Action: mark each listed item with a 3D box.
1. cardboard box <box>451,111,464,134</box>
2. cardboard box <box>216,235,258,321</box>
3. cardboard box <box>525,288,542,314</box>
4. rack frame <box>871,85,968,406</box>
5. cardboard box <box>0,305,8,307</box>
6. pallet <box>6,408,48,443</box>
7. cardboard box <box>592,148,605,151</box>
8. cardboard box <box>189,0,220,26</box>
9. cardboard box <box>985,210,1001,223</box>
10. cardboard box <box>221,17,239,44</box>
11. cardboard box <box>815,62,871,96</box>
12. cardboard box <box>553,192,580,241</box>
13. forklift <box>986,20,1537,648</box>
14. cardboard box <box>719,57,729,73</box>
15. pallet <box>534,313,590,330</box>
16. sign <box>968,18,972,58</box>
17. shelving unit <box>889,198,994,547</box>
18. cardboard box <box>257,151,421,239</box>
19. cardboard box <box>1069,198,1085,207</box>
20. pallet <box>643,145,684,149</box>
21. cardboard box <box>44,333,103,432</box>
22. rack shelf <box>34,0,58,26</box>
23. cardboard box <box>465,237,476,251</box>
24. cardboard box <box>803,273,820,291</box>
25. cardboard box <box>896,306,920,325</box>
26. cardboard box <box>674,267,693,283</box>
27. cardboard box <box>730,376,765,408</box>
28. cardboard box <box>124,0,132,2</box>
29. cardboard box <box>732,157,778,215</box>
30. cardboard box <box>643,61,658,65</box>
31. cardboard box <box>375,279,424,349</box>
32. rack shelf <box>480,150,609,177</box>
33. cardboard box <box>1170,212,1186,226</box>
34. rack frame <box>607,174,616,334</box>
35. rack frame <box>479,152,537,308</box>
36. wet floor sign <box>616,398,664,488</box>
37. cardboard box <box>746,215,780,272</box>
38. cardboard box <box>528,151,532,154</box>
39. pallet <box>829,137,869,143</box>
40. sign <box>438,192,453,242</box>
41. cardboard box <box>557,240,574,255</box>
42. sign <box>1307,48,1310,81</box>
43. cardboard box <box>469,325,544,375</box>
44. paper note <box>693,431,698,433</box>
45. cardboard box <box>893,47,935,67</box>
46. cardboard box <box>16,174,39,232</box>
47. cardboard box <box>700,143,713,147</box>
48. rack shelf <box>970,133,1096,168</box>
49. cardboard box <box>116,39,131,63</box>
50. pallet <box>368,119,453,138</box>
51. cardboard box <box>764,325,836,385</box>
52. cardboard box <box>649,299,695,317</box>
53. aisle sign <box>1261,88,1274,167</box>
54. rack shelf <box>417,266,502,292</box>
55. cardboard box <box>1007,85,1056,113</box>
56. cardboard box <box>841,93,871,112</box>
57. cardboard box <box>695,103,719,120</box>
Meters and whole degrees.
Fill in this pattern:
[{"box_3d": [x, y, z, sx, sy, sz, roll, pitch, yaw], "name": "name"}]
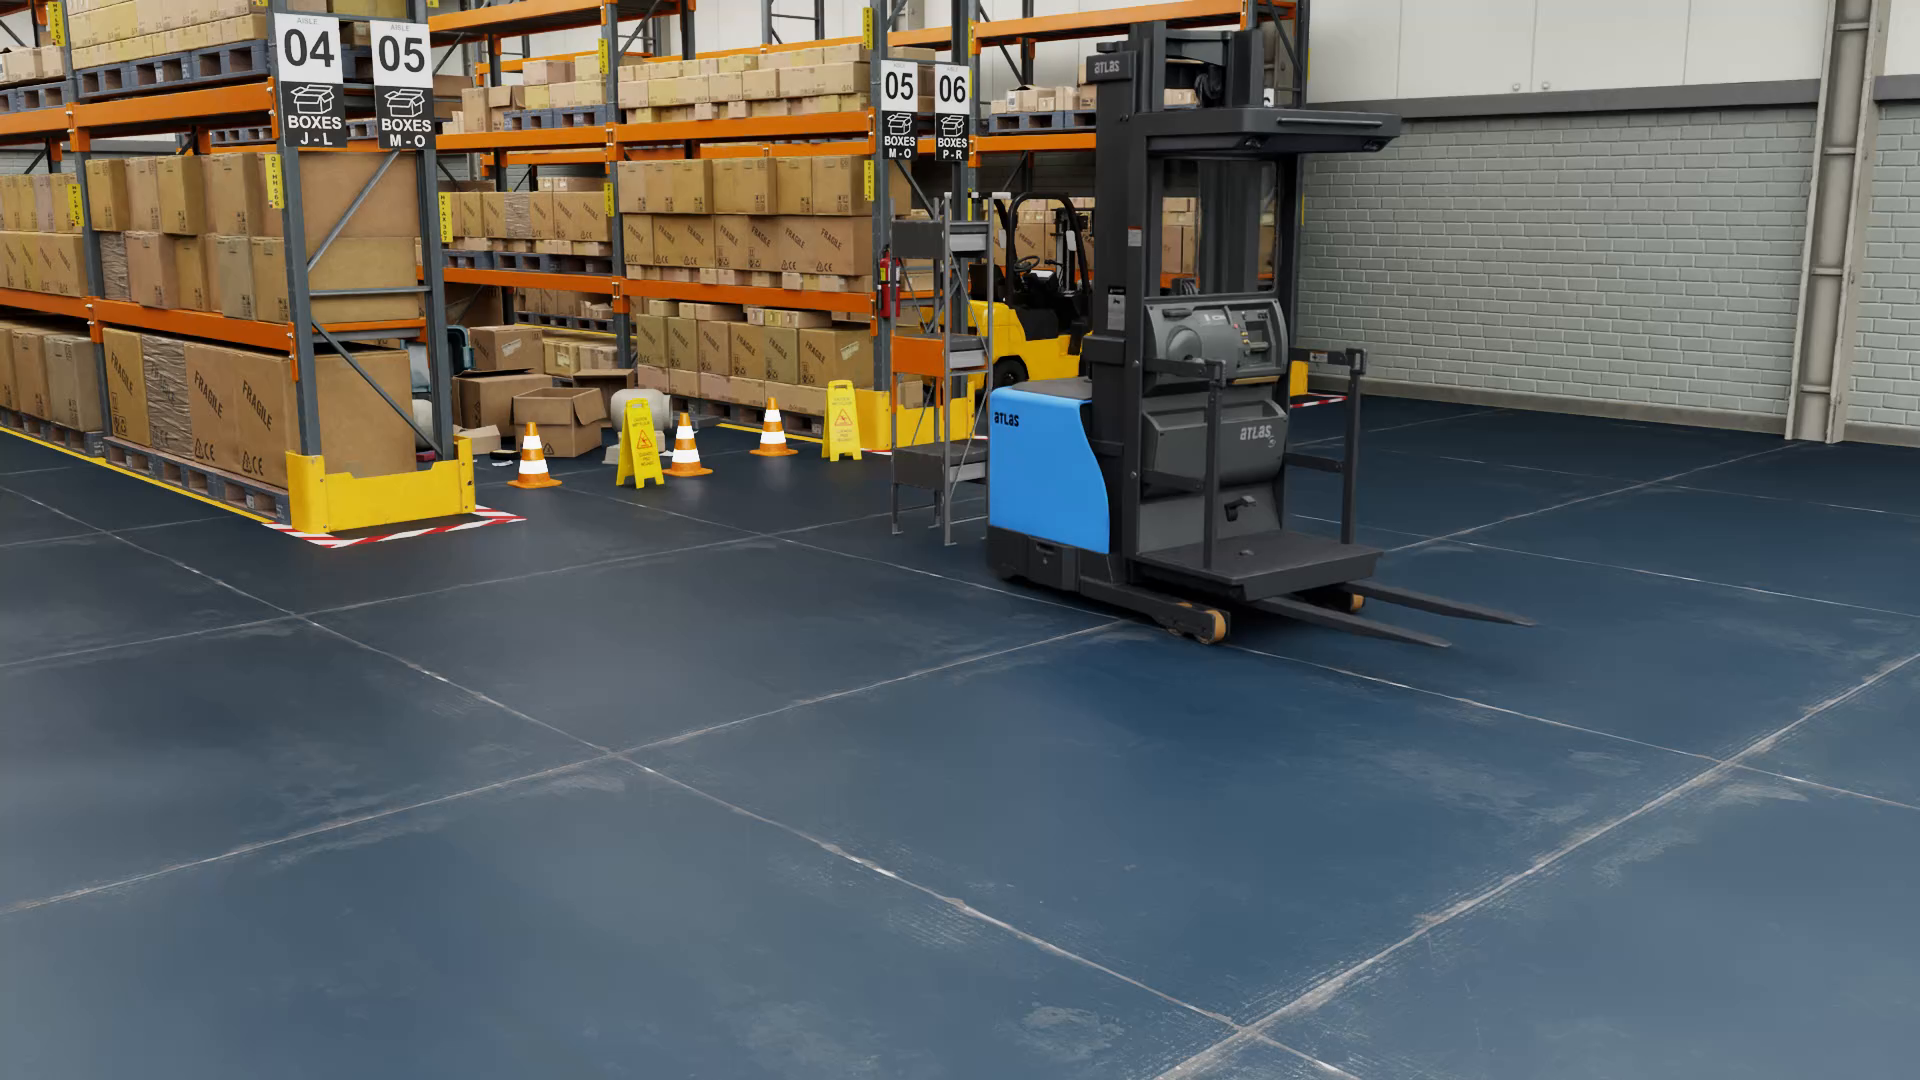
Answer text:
[{"box_3d": [-5.586, -4.780, 19.080, 0.396, 0.266, 0.258, -11, 16, -43], "name": "cardboard box"}, {"box_3d": [-4.527, -1.810, 11.394, 0.875, 0.550, 0.550, -11, 16, -43], "name": "cardboard box"}, {"box_3d": [-6.878, -4.093, 27.996, 0.700, 0.500, 0.500, -10, 15, -40], "name": "cardboard box"}, {"box_3d": [-0.332, -2.316, 14.222, 1.000, 3.000, 0.127, -11, 16, -43], "name": "rack frame"}, {"box_3d": [-10.351, -2.411, 17.974, 0.500, 0.250, 0.500, -11, 16, -42], "name": "cardboard box"}, {"box_3d": [-8.039, -1.110, 15.277, 1.003, 0.211, 1.213, -11, 16, -43], "name": "pallet"}, {"box_3d": [-5.493, -6.117, 25.860, 0.380, 0.149, 0.250, -11, 16, -43], "name": "cardboard box"}, {"box_3d": [-4.727, -3.514, 10.945, 0.500, 0.250, 0.500, -11, 16, -42], "name": "cardboard box"}, {"box_3d": [0.523, -3.876, 19.936, 0.380, 0.149, 0.250, -11, 16, -43], "name": "cardboard box"}, {"box_3d": [-4.490, -3.251, 10.657, 0.380, 0.149, 0.250, -11, 16, -42], "name": "cardboard box"}, {"box_3d": [-0.880, -3.895, 14.084, 0.500, 0.250, 0.500, -11, 16, -43], "name": "cardboard box"}, {"box_3d": [-3.923, -3.408, 17.495, 0.500, 0.500, 0.500, -11, 16, -42], "name": "cardboard box"}, {"box_3d": [1.431, -1.047, 8.232, 1.130, 2.935, 3.031, -9, 14, -36], "name": "forklift"}, {"box_3d": [-1.979, -4.330, 15.208, 0.380, 0.149, 0.250, -10, 16, -41], "name": "cardboard box"}, {"box_3d": [-6.352, -3.673, 27.715, 1.003, 0.211, 1.213, -11, 16, -43], "name": "pallet"}, {"box_3d": [0.060, -4.289, 14.198, 0.100, 0.325, 0.005, -11, 16, -43], "name": "sign"}, {"box_3d": [-0.114, -1.053, 10.317, 0.431, 2.100, 0.503, -11, 16, -43], "name": "shelving unit"}, {"box_3d": [-4.070, -2.274, 10.967, 0.875, 0.550, 0.550, -11, 16, -43], "name": "cardboard box"}, {"box_3d": [1.446, -3.840, 19.024, 0.380, 0.149, 0.250, -11, 16, -43], "name": "cardboard box"}, {"box_3d": [-3.913, -5.881, 24.556, 1.213, 0.211, 1.003, -11, 16, -43], "name": "pallet"}, {"box_3d": [-7.098, -1.378, 14.199, 1.050, 0.750, 0.750, -11, 16, -43], "name": "cardboard box"}, {"box_3d": [-7.986, -4.878, 14.560, 1.077, 0.370, 4.000, -11, 16, -43], "name": "rack shelf"}, {"box_3d": [-5.440, -3.401, 19.068, 0.250, 0.149, 0.380, 10, 16, 41], "name": "cardboard box"}, {"box_3d": [-1.162, -2.280, 14.668, 0.380, 0.149, 0.250, -11, 16, -44], "name": "cardboard box"}, {"box_3d": [-0.406, -2.824, 21.529, 0.875, 0.625, 0.625, -11, 16, -43], "name": "cardboard box"}, {"box_3d": [-2.546, -2.581, 16.130, 0.380, 0.149, 0.250, -10, 15, -41], "name": "cardboard box"}, {"box_3d": [-1.802, -1.408, 15.587, 0.500, 0.250, 0.500, 11, 16, 43], "name": "cardboard box"}, {"box_3d": [-5.719, -3.901, 11.837, 0.380, 0.149, 0.250, -11, 16, -43], "name": "cardboard box"}, {"box_3d": [-1.613, -3.180, 14.950, 0.700, 0.500, 0.500, -11, 16, -43], "name": "cardboard box"}, {"box_3d": [-3.559, -4.959, 17.706, 0.500, 0.250, 0.500, -11, 16, -44], "name": "cardboard box"}, {"box_3d": [-6.886, -2.892, 21.241, 0.875, 0.875, 0.875, -11, 16, -42], "name": "cardboard box"}, {"box_3d": [-6.413, -6.169, 27.269, 1.077, 0.370, 4.000, -11, 16, -43], "name": "rack shelf"}, {"box_3d": [2.481, -3.467, 17.948, 0.380, 0.149, 0.250, -11, 16, -42], "name": "cardboard box"}, {"box_3d": [-5.031, -4.760, 26.082, 1.000, 3.000, 0.127, -11, 16, -43], "name": "rack frame"}, {"box_3d": [-7.794, -5.344, 28.916, 1.000, 3.000, 0.127, -11, 16, -43], "name": "rack frame"}, {"box_3d": [-2.390, -0.731, 12.358, 0.232, 0.644, 0.267, 8, 14, 35], "name": "wet floor sign"}, {"box_3d": [-1.591, -2.699, 15.094, 0.500, 0.500, 0.500, -11, 16, -43], "name": "cardboard box"}, {"box_3d": [-6.878, -6.421, 27.334, 0.380, 0.149, 0.250, -11, 16, -43], "name": "cardboard box"}, {"box_3d": [-0.961, -5.304, 21.754, 1.003, 0.211, 1.213, -10, 15, -40], "name": "pallet"}, {"box_3d": [-3.437, -2.151, 11.078, 0.100, 0.325, 0.005, -11, 16, -43], "name": "sign"}, {"box_3d": [-4.023, -3.093, 17.573, 0.380, 0.149, 0.250, -11, 16, -43], "name": "cardboard box"}, {"box_3d": [3.661, -5.021, 17.554, 0.100, 0.325, 0.005, -11, 16, -43], "name": "sign"}, {"box_3d": [-4.361, -1.794, 16.006, 0.500, 0.500, 0.500, -11, 16, -43], "name": "cardboard box"}, {"box_3d": [-2.472, -0.983, 15.107, 0.148, 0.019, 0.142, 6, 13, 26], "name": "paper note"}, {"box_3d": [-0.430, -4.133, 14.253, 0.380, 0.149, 0.250, -11, 16, -43], "name": "cardboard box"}, {"box_3d": [-8.005, -3.029, 14.952, 0.700, 0.500, 0.500, -11, 16, -43], "name": "cardboard box"}, {"box_3d": [-3.492, -5.759, 23.870, 0.500, 0.250, 0.500, -11, 16, -43], "name": "cardboard box"}, {"box_3d": [1.874, -4.417, 18.768, 1.077, 0.370, 4.000, -11, 16, -43], "name": "rack shelf"}, {"box_3d": [-5.895, -3.548, 12.098, 0.380, 0.149, 0.250, -11, 16, -43], "name": "cardboard box"}, {"box_3d": [-6.340, -4.947, 20.025, 1.213, 0.211, 1.003, -10, 15, -40], "name": "pallet"}, {"box_3d": [-1.437, -1.699, 15.140, 0.500, 0.500, 0.500, -10, 15, -40], "name": "cardboard box"}, {"box_3d": [-2.839, -2.294, 16.419, 0.380, 0.149, 0.250, -11, 16, -42], "name": "cardboard box"}, {"box_3d": [3.089, -4.231, 17.074, 0.394, 0.787, 0.004, -11, 16, -43], "name": "aisle sign"}, {"box_3d": [-7.238, -3.424, 21.378, 1.077, 0.370, 4.000, -11, 16, -43], "name": "rack shelf"}, {"box_3d": [0.891, -5.117, 19.315, 0.500, 0.311, 0.500, -10, 16, -41], "name": "cardboard box"}, {"box_3d": [-0.781, -3.676, 14.008, 0.380, 0.149, 0.250, -11, 16, -42], "name": "cardboard box"}, {"box_3d": [-2.229, -3.966, 15.418, 0.380, 0.149, 0.250, -11, 16, -44], "name": "cardboard box"}]
